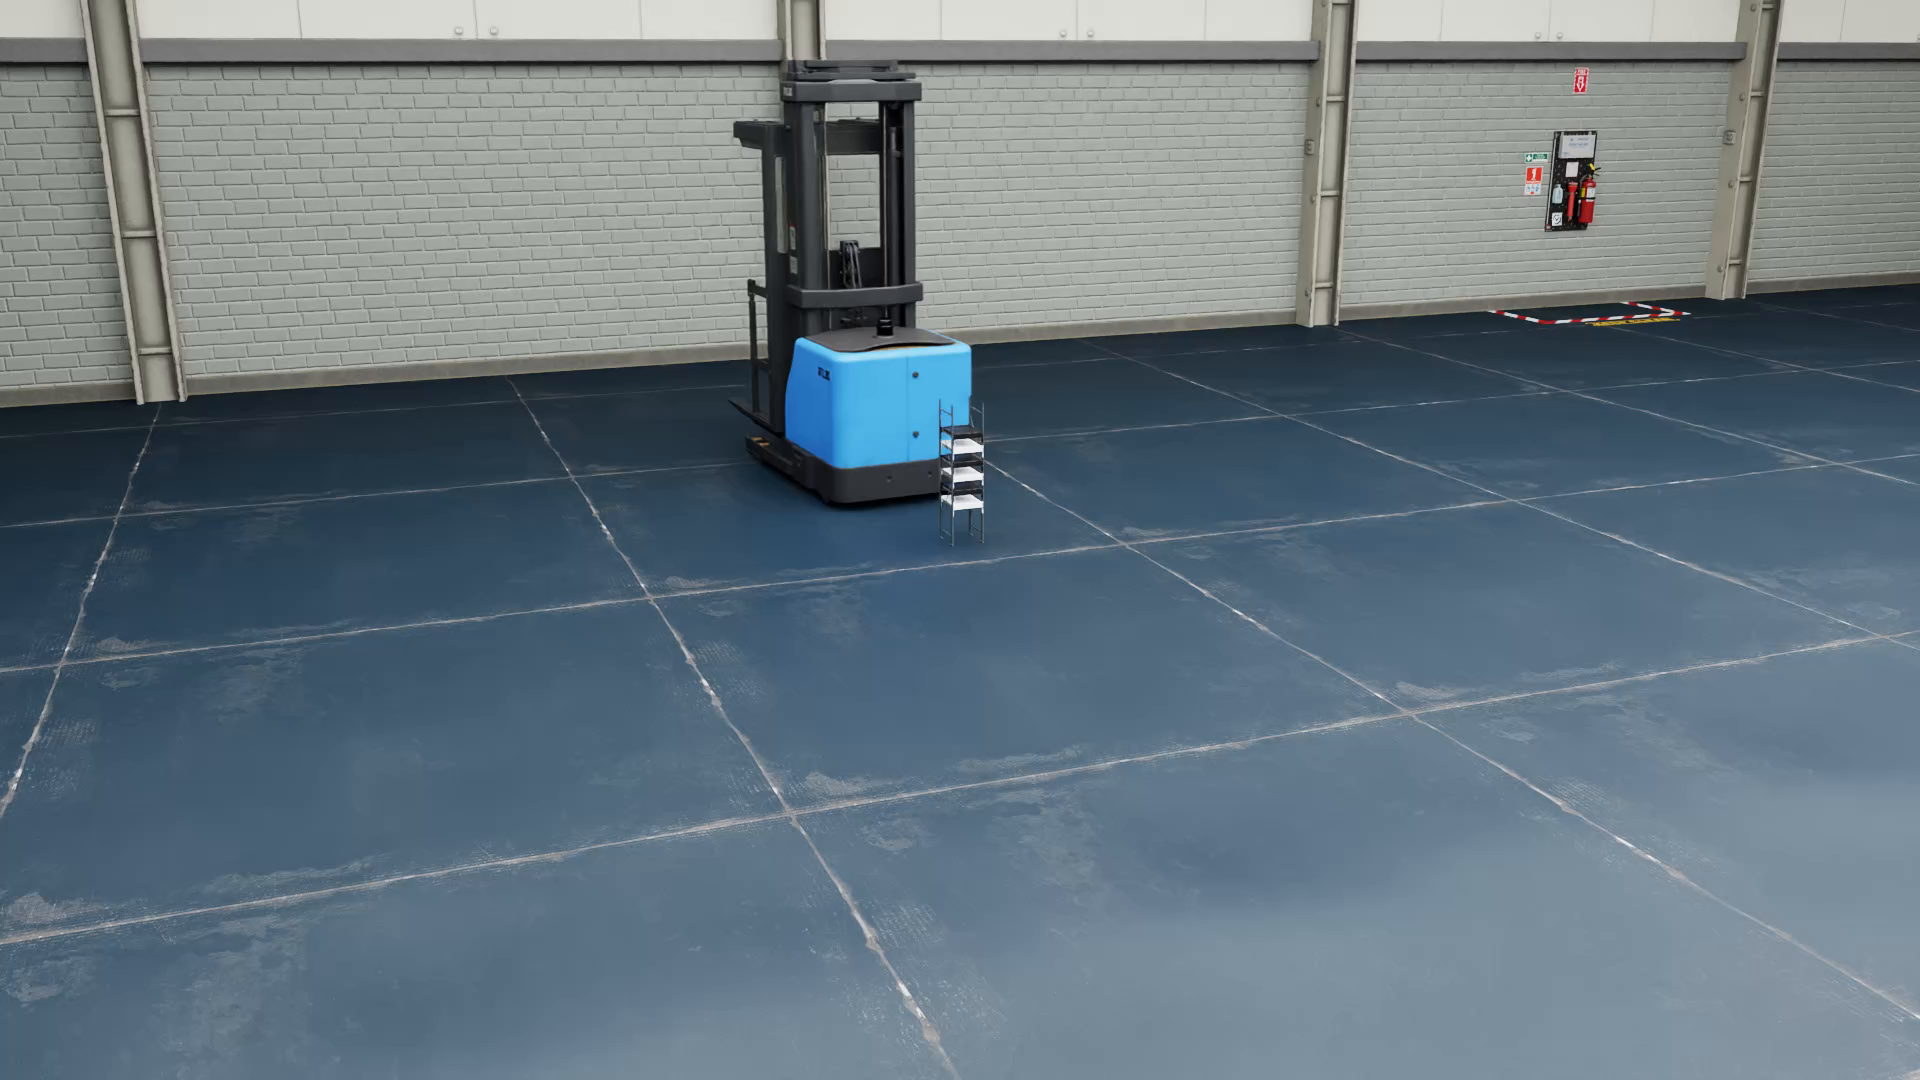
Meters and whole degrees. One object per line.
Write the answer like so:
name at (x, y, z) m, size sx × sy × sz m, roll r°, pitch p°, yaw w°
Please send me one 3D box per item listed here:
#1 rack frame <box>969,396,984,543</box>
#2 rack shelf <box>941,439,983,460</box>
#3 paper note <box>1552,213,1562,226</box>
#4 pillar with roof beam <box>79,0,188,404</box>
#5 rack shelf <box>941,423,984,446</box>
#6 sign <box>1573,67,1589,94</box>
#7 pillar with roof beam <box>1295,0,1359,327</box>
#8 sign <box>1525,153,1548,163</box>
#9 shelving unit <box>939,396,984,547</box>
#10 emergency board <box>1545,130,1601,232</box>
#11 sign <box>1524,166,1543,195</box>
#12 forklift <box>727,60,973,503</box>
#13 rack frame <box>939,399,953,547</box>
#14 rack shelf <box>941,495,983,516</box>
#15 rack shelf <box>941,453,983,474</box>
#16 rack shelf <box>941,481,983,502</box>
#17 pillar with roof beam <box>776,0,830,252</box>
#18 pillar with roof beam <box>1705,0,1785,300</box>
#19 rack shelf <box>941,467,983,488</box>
rack frame at (0.103, -0.443, 10.509) m, size 0.006 × 0.900 × 0.240 m, roll -6°, pitch 17°, yaw -20°
rack shelf at (0.008, -0.573, 10.433) m, size 0.200 × 0.077 × 0.258 m, roll -6°, pitch 17°, yaw -20°
paper note at (7.164, -3.849, 19.945) m, size 0.142 × 0.148 × 0.016 m, roll -6°, pitch 17°, yaw -20°
pillar with roof beam at (-5.593, -4.441, 9.751) m, size 0.400 × 9.000 × 9.100 m, roll -6°, pitch 17°, yaw -20°
rack shelf at (0.008, -0.660, 10.408) m, size 0.200 × 0.077 × 0.258 m, roll -6°, pitch 17°, yaw -20°
sign at (7.311, -5.409, 19.579) m, size 0.199 × 0.298 × 0.001 m, roll -6°, pitch 17°, yaw -20°
pillar with roof beam at (5.613, -5.651, 13.871) m, size 0.400 × 9.000 × 9.100 m, roll -6°, pitch 17°, yaw -20°
sign at (6.808, -4.512, 19.636) m, size 0.331 × 0.109 × 0.001 m, roll -6°, pitch 17°, yaw -20°
shelving unit at (0.008, -0.433, 10.474) m, size 0.210 × 0.900 × 0.258 m, roll -6°, pitch 17°, yaw -20°
emergency board at (7.354, -4.271, 19.819) m, size 0.643 × 1.169 × 0.194 m, roll -6°, pitch 17°, yaw -20°
sign at (6.800, -4.260, 19.717) m, size 0.234 × 0.329 × 0.001 m, roll -6°, pitch 17°, yaw -20°
forklift at (-0.988, -2.024, 12.290) m, size 1.130 × 2.935 × 3.031 m, roll -7°, pitch 18°, yaw -24°
rack frame at (-0.087, -0.422, 10.439) m, size 0.006 × 0.900 × 0.240 m, roll -6°, pitch 17°, yaw -20°
rack shelf at (0.008, -0.228, 10.534) m, size 0.200 × 0.077 × 0.258 m, roll -6°, pitch 17°, yaw -20°
rack shelf at (0.008, -0.487, 10.458) m, size 0.200 × 0.077 × 0.258 m, roll -6°, pitch 17°, yaw -20°
rack shelf at (0.008, -0.314, 10.509) m, size 0.200 × 0.077 × 0.258 m, roll -6°, pitch 17°, yaw -20°
pillar with roof beam at (0.010, -5.046, 11.811) m, size 0.400 × 9.000 × 9.100 m, roll -6°, pitch 17°, yaw -20°
pillar with roof beam at (11.215, -6.256, 15.931) m, size 0.400 × 9.000 × 9.100 m, roll -6°, pitch 17°, yaw -20°
rack shelf at (0.008, -0.401, 10.484) m, size 0.200 × 0.077 × 0.258 m, roll -6°, pitch 17°, yaw -20°
